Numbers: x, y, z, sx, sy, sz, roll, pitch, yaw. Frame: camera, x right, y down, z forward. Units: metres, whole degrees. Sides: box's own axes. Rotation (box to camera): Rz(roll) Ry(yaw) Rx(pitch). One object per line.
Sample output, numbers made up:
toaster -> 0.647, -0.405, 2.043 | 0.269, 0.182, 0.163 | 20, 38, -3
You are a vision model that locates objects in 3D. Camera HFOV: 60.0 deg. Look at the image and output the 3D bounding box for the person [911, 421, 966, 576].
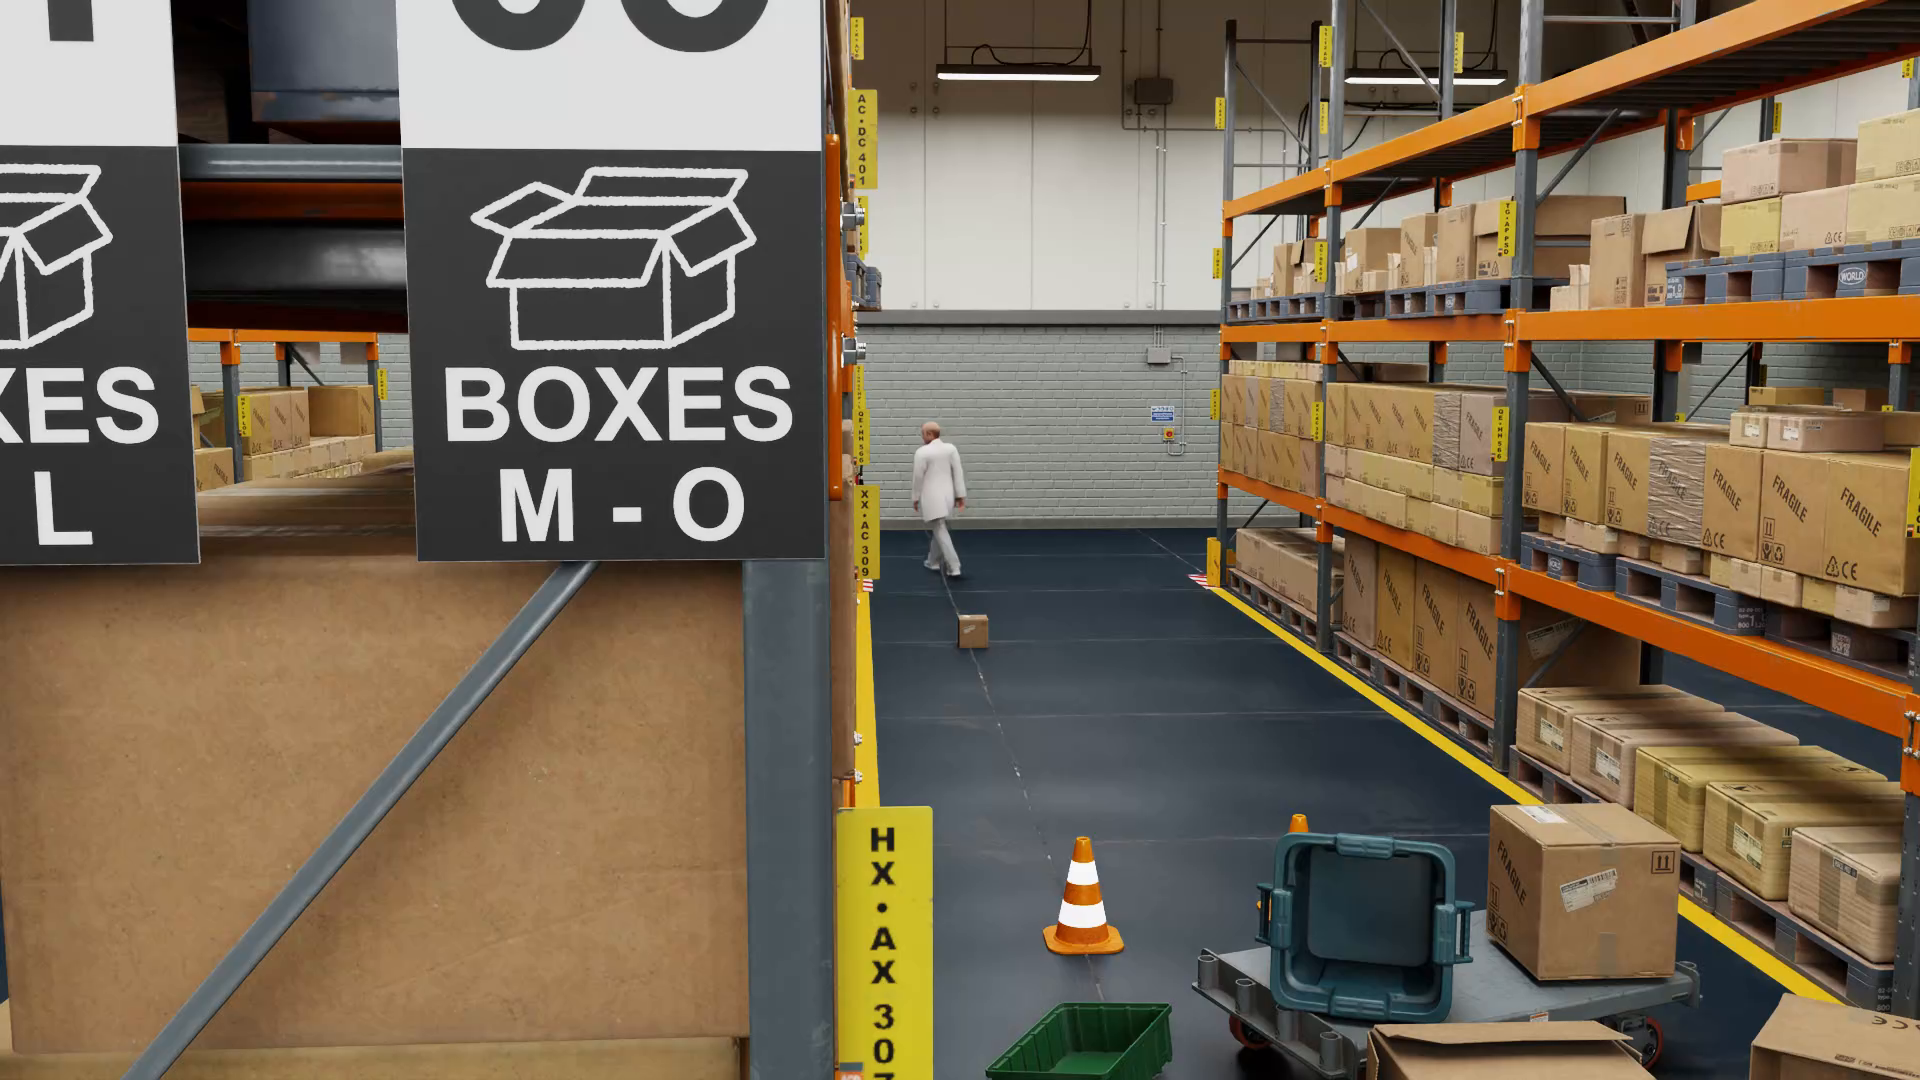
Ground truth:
person -> -0.304, -0.481, 18.802 | 0.618, 1.730, 0.972 | -4, 8, -33
